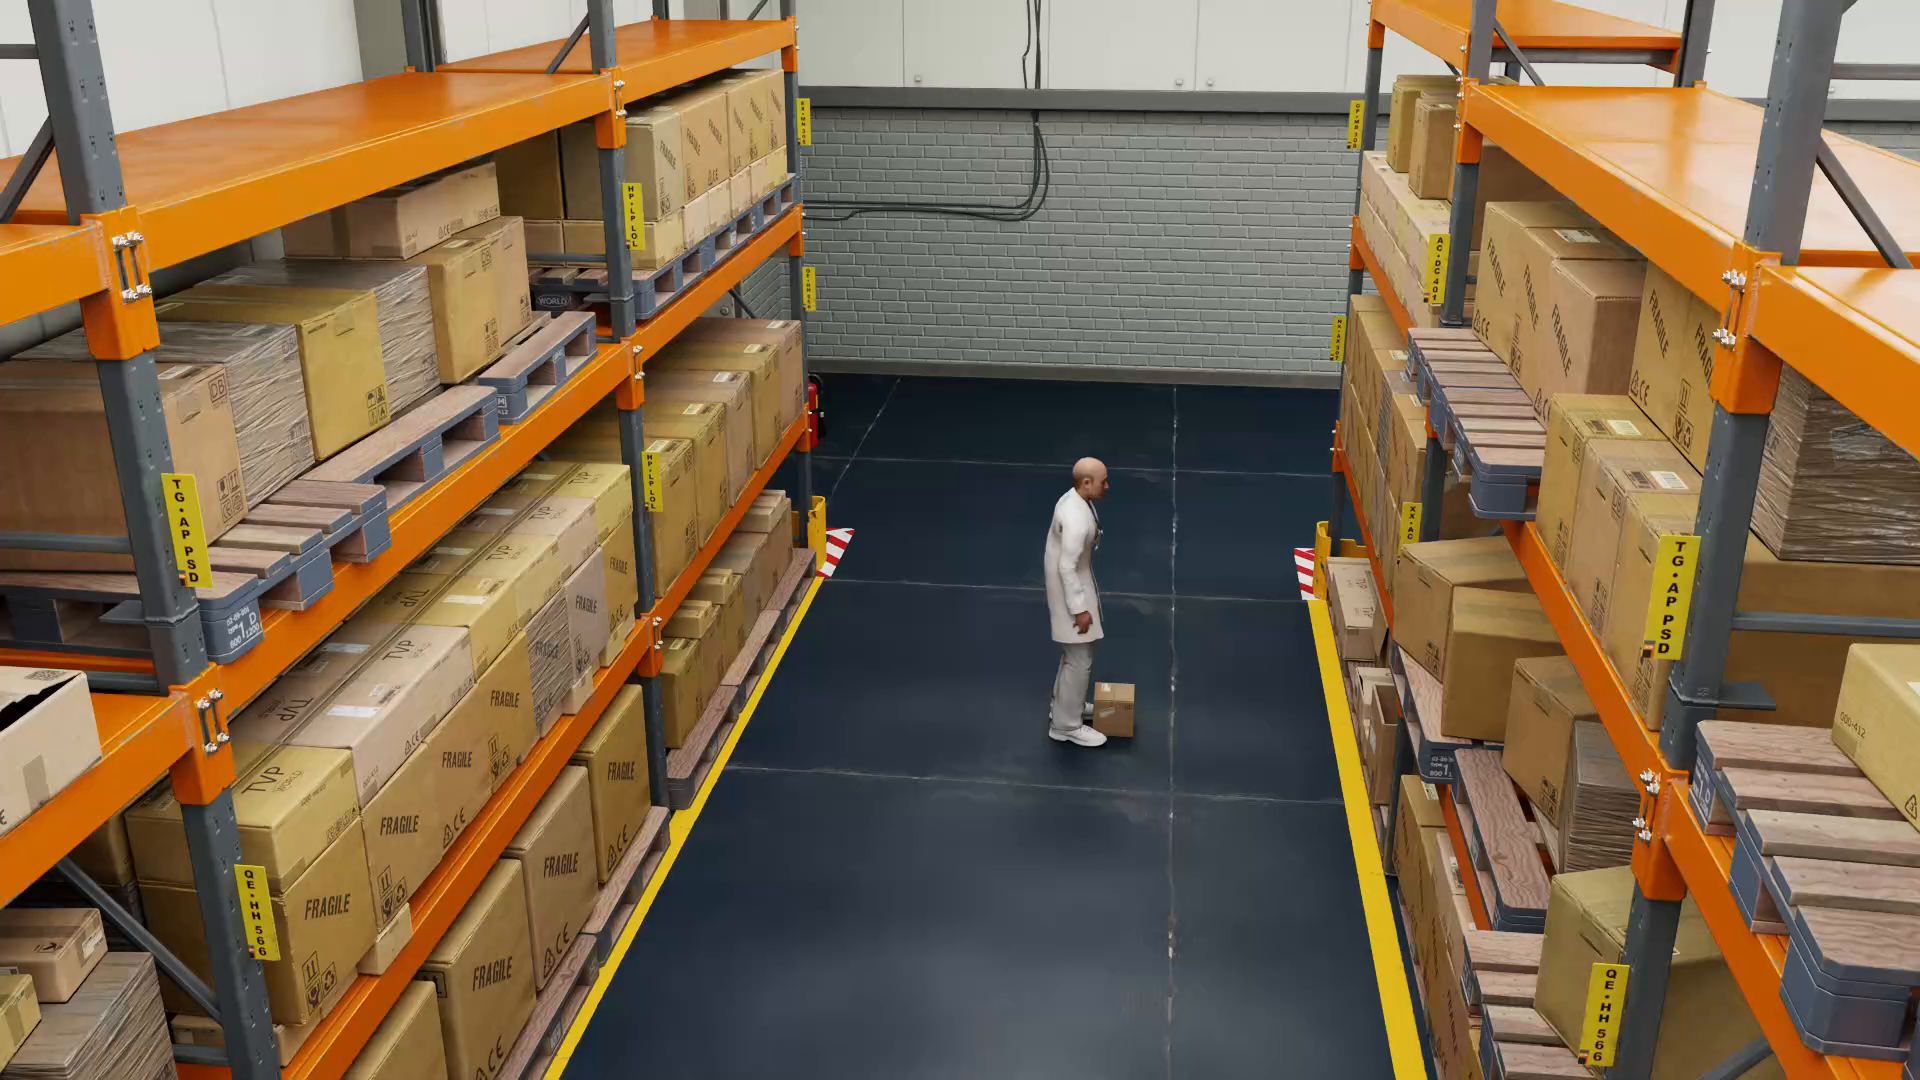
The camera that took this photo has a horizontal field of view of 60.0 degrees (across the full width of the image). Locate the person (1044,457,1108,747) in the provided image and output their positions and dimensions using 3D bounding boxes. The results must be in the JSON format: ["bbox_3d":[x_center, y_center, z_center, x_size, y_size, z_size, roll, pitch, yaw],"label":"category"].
[{"bbox_3d":[0.724,0.348,10.190,0.424,1.774,0.644,3,21,7],"label":"person"}]
